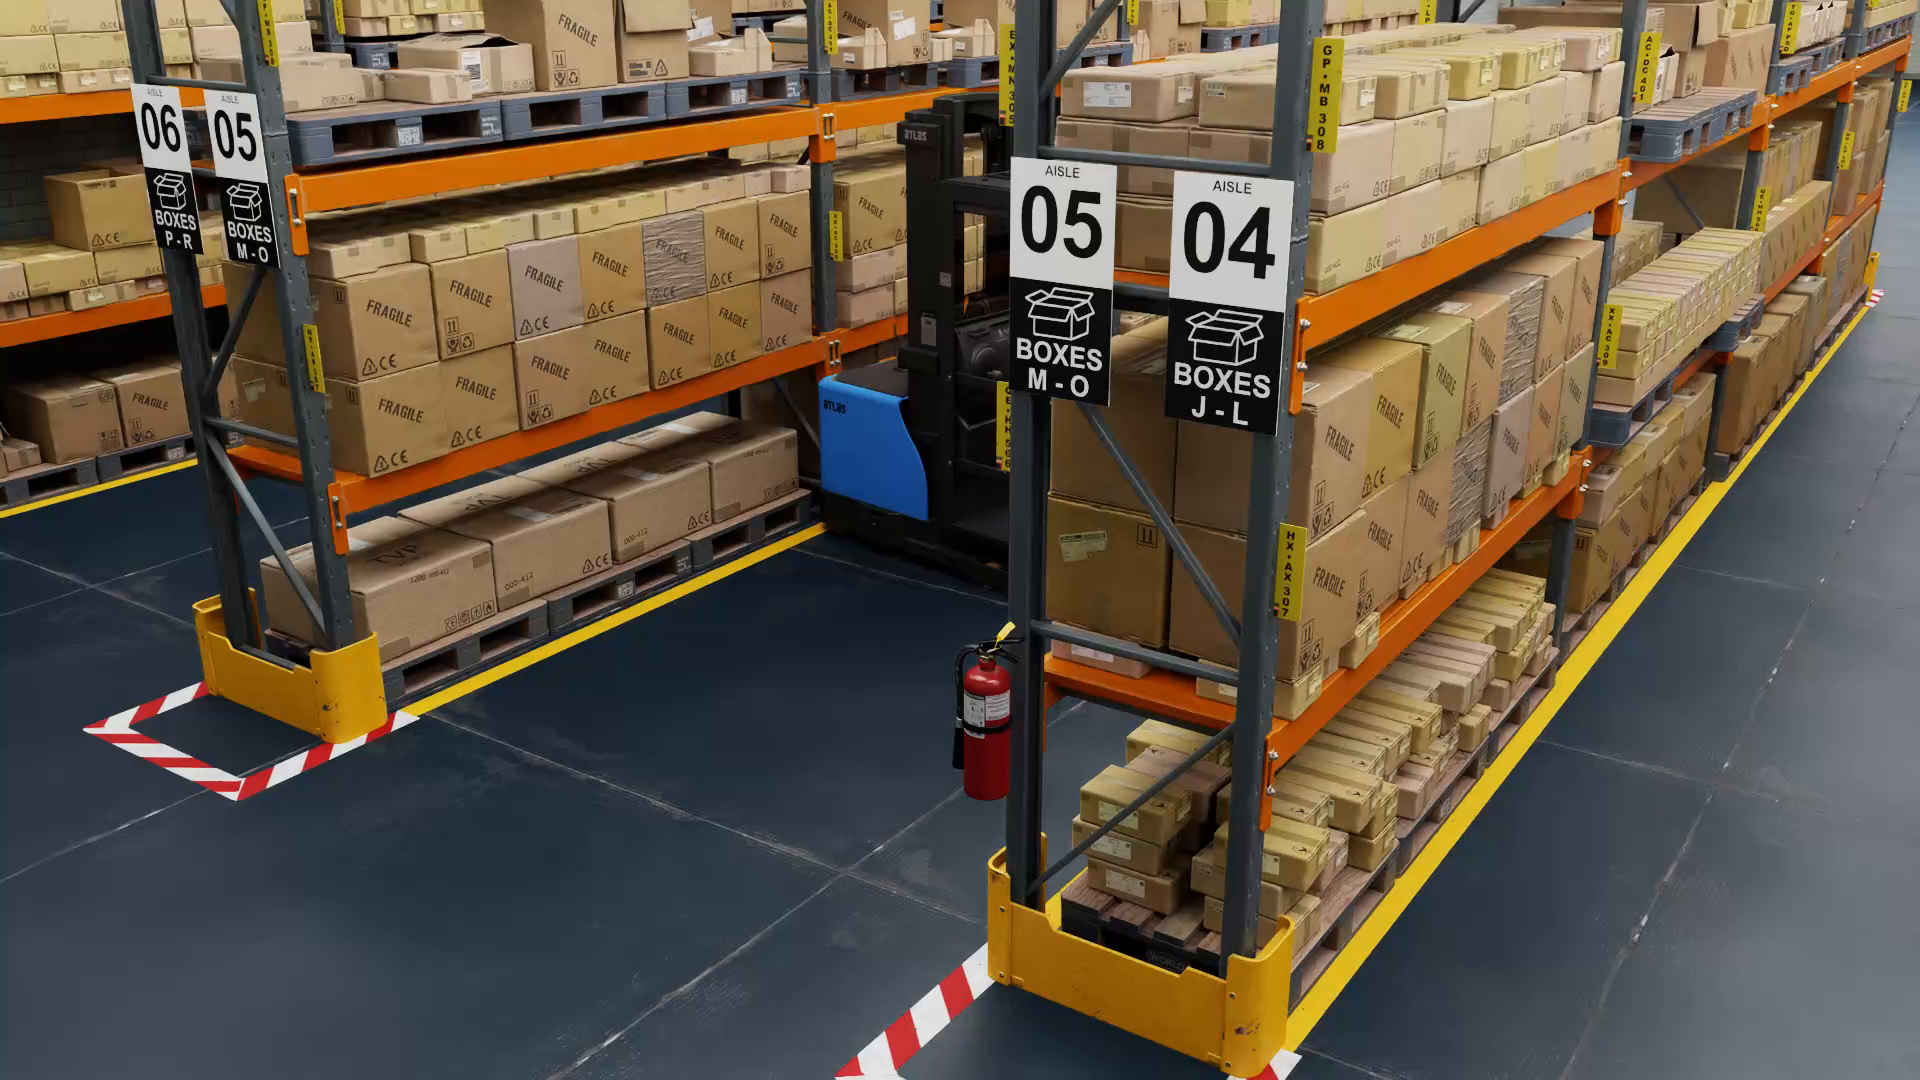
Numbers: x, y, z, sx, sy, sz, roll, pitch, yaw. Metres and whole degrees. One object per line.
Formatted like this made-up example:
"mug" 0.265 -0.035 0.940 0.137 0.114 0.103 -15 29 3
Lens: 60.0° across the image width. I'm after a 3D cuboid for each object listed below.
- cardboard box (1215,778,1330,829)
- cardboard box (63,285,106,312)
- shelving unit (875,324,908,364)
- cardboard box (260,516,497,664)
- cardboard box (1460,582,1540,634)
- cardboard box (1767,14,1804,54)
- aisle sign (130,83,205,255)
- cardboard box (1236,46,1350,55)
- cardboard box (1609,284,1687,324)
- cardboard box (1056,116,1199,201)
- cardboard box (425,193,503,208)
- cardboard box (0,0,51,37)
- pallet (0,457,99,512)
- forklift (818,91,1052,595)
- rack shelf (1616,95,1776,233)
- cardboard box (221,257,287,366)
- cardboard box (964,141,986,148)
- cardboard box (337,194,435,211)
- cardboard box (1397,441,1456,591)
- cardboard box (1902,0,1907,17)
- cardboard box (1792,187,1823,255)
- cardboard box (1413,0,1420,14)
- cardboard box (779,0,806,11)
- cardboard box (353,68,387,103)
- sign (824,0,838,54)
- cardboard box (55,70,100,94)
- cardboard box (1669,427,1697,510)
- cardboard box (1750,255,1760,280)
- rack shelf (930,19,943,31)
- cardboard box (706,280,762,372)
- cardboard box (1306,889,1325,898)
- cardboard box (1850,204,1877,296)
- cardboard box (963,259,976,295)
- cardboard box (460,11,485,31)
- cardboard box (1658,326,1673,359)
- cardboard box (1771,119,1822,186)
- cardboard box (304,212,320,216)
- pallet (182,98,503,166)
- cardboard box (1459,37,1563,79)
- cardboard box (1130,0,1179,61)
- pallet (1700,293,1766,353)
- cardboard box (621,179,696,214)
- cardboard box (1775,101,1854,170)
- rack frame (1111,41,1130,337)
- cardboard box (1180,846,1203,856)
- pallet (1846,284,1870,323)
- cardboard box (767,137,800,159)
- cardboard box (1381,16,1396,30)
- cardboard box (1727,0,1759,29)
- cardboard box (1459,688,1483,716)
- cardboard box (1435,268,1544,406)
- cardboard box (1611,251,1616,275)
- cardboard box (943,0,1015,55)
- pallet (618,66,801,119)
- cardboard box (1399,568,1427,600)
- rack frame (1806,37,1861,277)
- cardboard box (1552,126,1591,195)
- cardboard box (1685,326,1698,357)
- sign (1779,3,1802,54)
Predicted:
"cardboard box" 1.252 1.081 6.665 0.380 0.149 0.250 14 24 33
"cardboard box" -6.460 -1.780 12.114 0.380 0.149 0.250 12 24 30
"shelving unit" -0.454 -0.930 11.954 0.258 1.200 0.189 20 29 38
"cardboard box" -3.242 0.266 9.310 0.875 0.438 0.875 12 24 30
"cardboard box" 2.774 0.354 8.631 0.380 0.149 0.250 14 24 32
"cardboard box" 5.707 -3.662 11.898 0.500 0.311 0.500 13 24 32
"aisle sign" -3.827 -1.789 8.030 0.394 0.787 0.004 13 24 32
"cardboard box" 1.311 -1.865 6.581 0.380 0.149 0.250 14 24 33
"cardboard box" 3.911 -1.348 9.485 0.380 0.149 0.250 13 24 31
"cardboard box" 0.669 -1.346 5.752 0.500 0.250 0.500 12 24 30
"cardboard box" -2.822 -1.869 9.473 0.380 0.149 0.250 14 24 33
"cardboard box" -6.608 -3.575 11.348 0.500 0.250 0.500 13 24 31
"pallet" -7.147 -0.439 12.149 1.003 0.211 1.213 13 24 32
"forklift" 0.466 -1.228 10.361 3.031 2.935 1.130 17 27 39
"rack shelf" 3.994 -2.384 10.100 1.077 0.370 4.000 13 24 32
"cardboard box" -3.456 -1.230 8.682 0.500 0.500 0.500 14 25 34
"cardboard box" 0.327 -2.852 13.065 0.500 0.500 0.500 13 24 32
"cardboard box" -4.932 -2.983 14.257 0.700 0.500 0.500 14 24 33
"cardboard box" 1.667 -0.151 6.778 0.500 0.500 0.500 14 24 33
"cardboard box" 9.136 -5.263 16.459 0.380 0.149 0.250 13 24 31
"cardboard box" 7.010 -2.737 14.195 0.500 0.500 0.500 13 24 31
"cardboard box" 5.105 -6.256 19.317 0.500 0.250 0.500 13 24 31
"cardboard box" -1.959 -5.942 17.788 0.500 0.500 0.500 14 24 33
"cardboard box" -3.182 -2.345 8.570 0.380 0.149 0.250 11 23 28
"sign" -0.822 -3.256 10.561 0.100 0.325 0.005 13 24 32
"cardboard box" -6.324 -3.253 11.773 0.380 0.149 0.250 13 24 32
"cardboard box" 4.669 -0.525 11.359 0.500 0.500 0.500 14 25 34
"cardboard box" 5.217 -1.877 11.343 0.380 0.149 0.250 14 24 33
"rack shelf" 0.233 -6.583 21.451 1.077 0.370 4.000 13 24 32
"cardboard box" -1.615 -1.393 10.562 0.500 0.500 0.500 13 24 31
"cardboard box" 1.259 1.368 6.748 0.380 0.149 0.250 13 24 32
"cardboard box" 9.288 -3.177 17.988 0.875 0.875 0.875 13 24 32
"cardboard box" -0.225 -1.975 12.496 0.500 0.250 0.500 13 24 31
"cardboard box" -4.319 -4.479 14.339 0.380 0.149 0.250 13 24 31
"cardboard box" 3.760 -1.132 9.329 0.380 0.149 0.250 14 24 33
"cardboard box" 7.092 -3.409 14.571 0.700 0.500 0.500 13 24 31
"cardboard box" -5.473 -2.520 13.541 0.500 0.250 0.500 14 24 33
"pallet" -3.122 -2.110 8.449 1.003 0.211 1.213 13 24 32
"cardboard box" 2.340 -2.055 7.095 0.380 0.149 0.250 12 24 30
"cardboard box" 1.508 -4.549 14.771 0.700 0.500 0.500 13 24 32
"pallet" 4.805 -1.574 11.472 1.213 0.211 1.003 13 24 32
"cardboard box" -1.816 -2.068 10.012 0.380 0.149 0.250 13 24 31
"cardboard box" 7.602 -3.712 15.205 0.875 0.550 0.550 13 24 32
"rack frame" 0.967 -2.825 14.579 1.000 3.000 0.127 13 24 32
"cardboard box" 0.805 1.262 7.035 0.380 0.149 0.250 14 25 33
"pallet" 9.230 -2.632 18.075 1.003 0.211 1.213 13 24 32
"cardboard box" -2.097 -4.326 18.132 0.500 0.250 0.500 13 24 30
"cardboard box" 4.669 -5.803 18.668 0.380 0.149 0.250 13 24 31
"cardboard box" 4.829 -3.385 10.520 0.396 0.266 0.258 13 24 32
"cardboard box" 2.328 0.702 8.118 0.380 0.149 0.250 14 24 33
"cardboard box" 2.243 -0.915 7.402 0.500 0.500 0.500 14 24 33
"cardboard box" 3.960 -1.775 10.638 0.380 0.149 0.250 14 25 33
"cardboard box" 0.216 -3.914 12.448 0.500 0.500 0.500 14 24 32
"pallet" -1.750 -2.810 10.342 1.003 0.211 1.213 13 24 32
"cardboard box" 1.745 0.108 7.011 0.380 0.149 0.250 13 24 31
"rack frame" 7.366 -3.036 15.150 1.000 3.000 0.127 13 24 32
"cardboard box" 2.526 -1.743 7.546 0.500 0.250 0.500 13 24 32
"cardboard box" 4.201 -1.219 9.994 0.380 0.149 0.250 13 24 31
"sign" 5.565 -3.432 11.150 0.100 0.325 0.005 13 24 32
